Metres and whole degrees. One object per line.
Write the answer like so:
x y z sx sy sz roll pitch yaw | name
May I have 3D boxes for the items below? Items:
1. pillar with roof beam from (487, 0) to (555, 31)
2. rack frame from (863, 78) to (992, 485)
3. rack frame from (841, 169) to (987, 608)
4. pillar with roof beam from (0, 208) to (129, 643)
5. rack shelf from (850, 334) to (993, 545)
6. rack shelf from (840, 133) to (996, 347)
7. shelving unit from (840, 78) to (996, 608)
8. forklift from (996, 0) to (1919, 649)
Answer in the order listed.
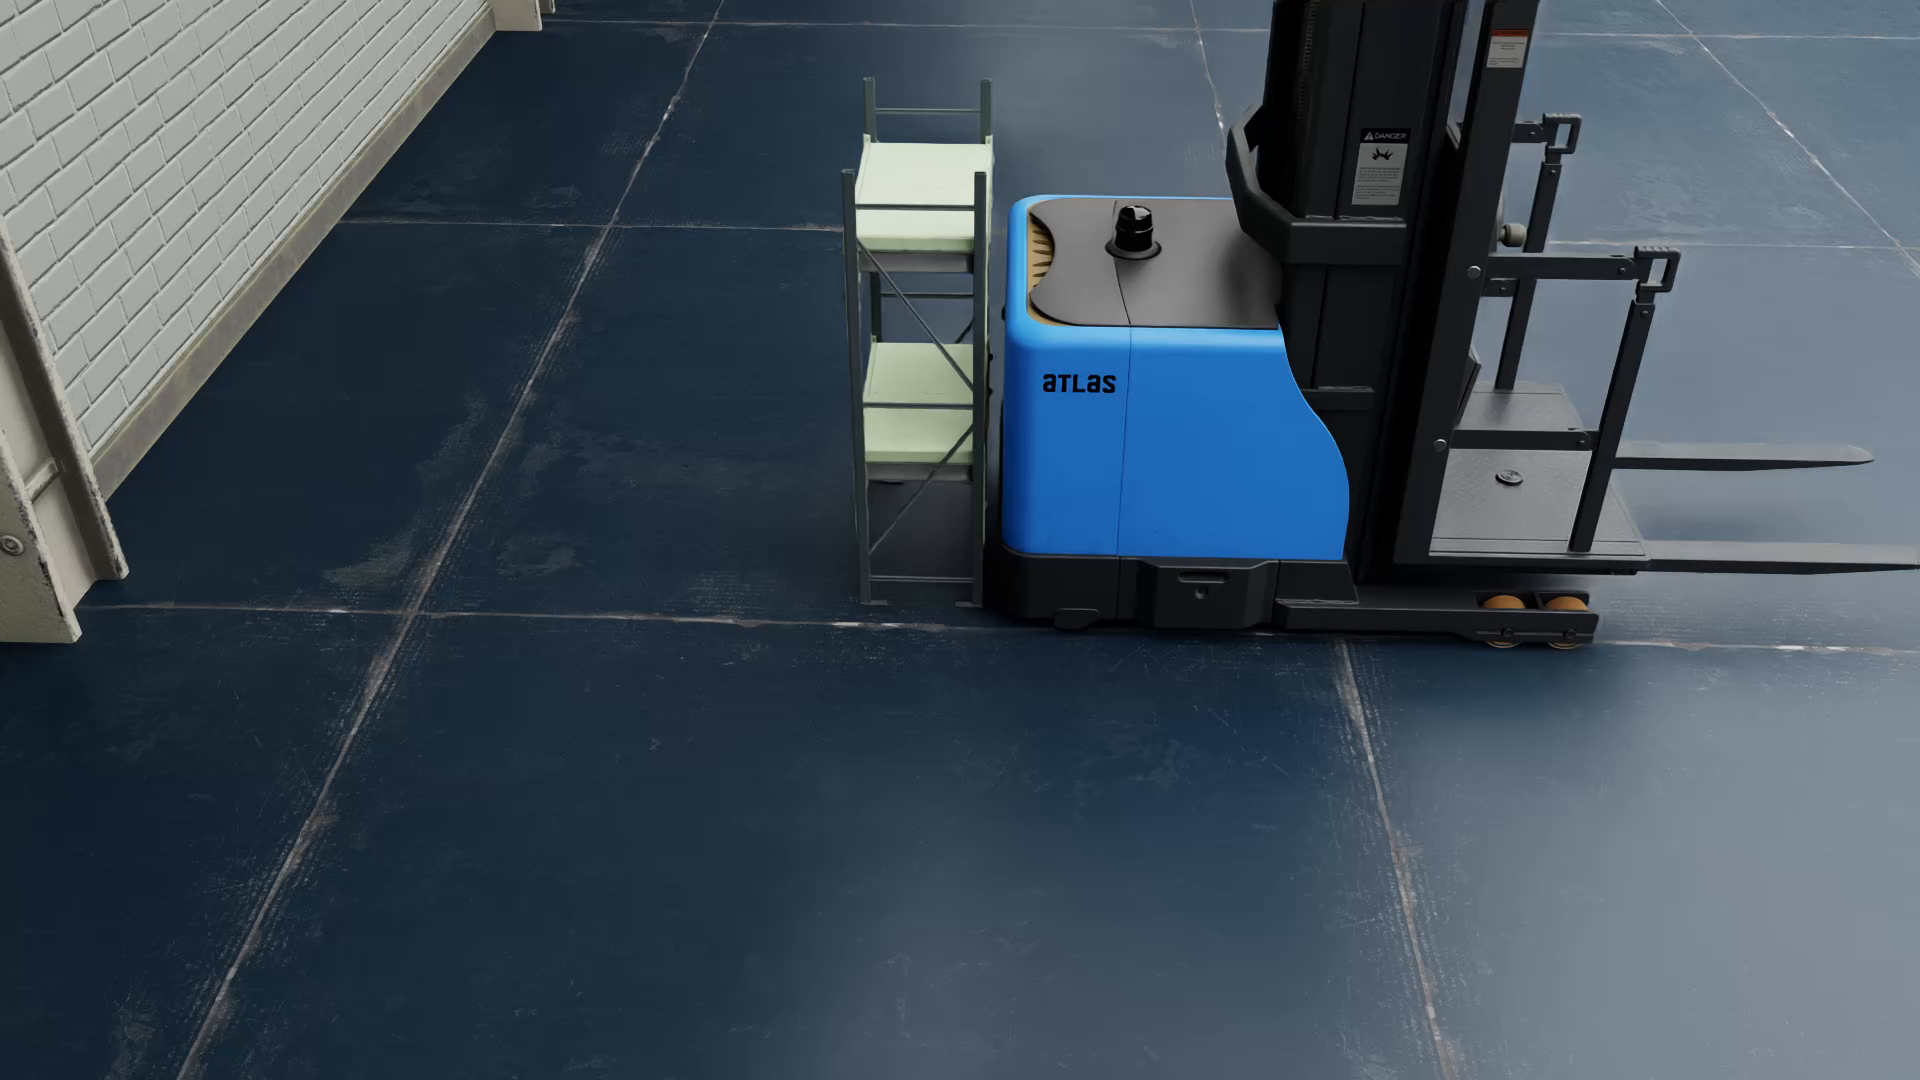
1.582 -6.819 7.627 9.100 9.000 0.400 1 35 2 | pillar with roof beam
-0.101 -0.822 5.615 0.400 1.500 0.023 1 35 2 | rack frame
-0.126 -0.401 5.017 0.400 1.500 0.023 1 35 2 | rack frame
1.341 -3.372 2.722 9.100 9.000 0.400 1 35 2 | pillar with roof beam
-0.114 -0.345 5.503 0.431 0.370 0.720 1 35 2 | rack shelf
-0.114 -0.931 5.092 0.431 0.370 0.720 1 35 2 | rack shelf
-0.114 -0.612 5.316 0.431 1.500 0.755 1 35 2 | shelving unit
1.646 -1.167 4.861 3.031 2.935 1.130 1 35 2 | forklift
